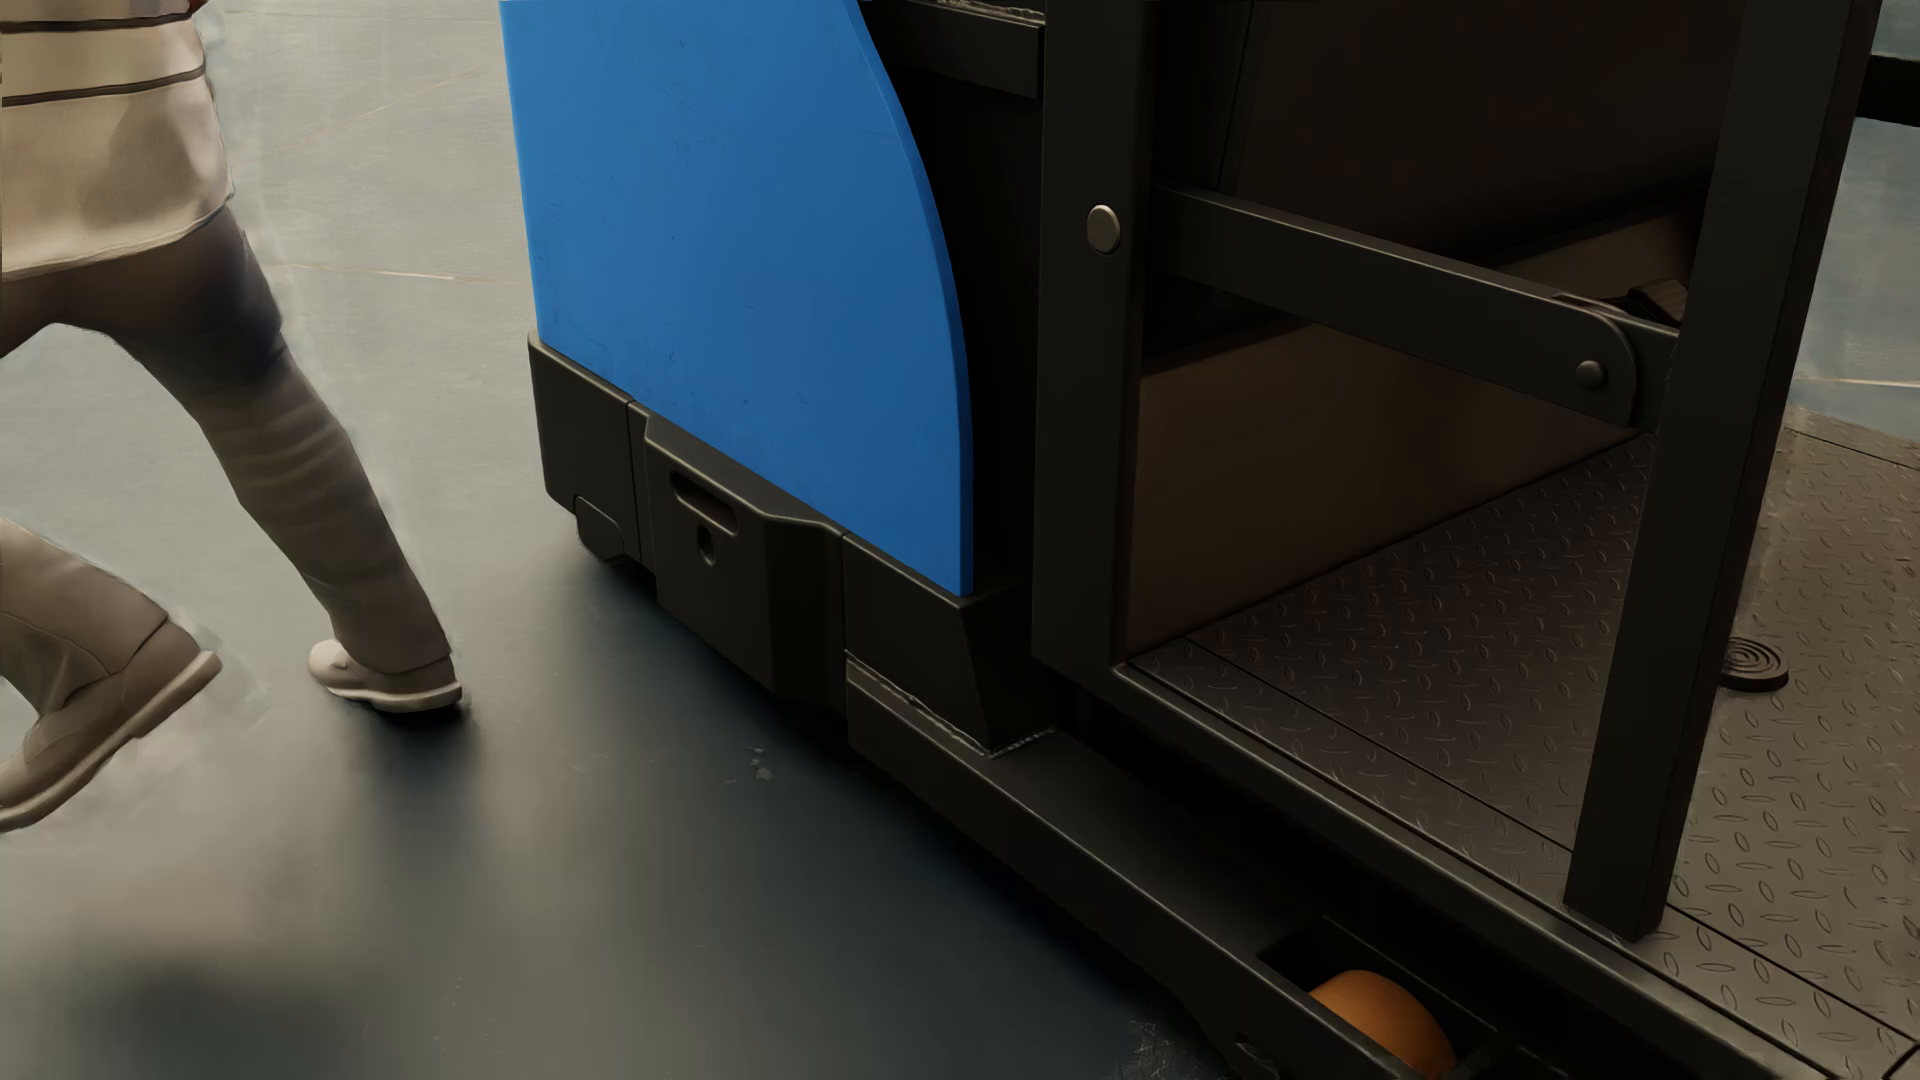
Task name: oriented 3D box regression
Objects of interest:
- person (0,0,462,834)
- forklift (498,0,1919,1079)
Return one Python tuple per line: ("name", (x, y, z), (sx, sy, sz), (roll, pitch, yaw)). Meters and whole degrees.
("person", (-0.902, -0.360, 1.569), (0.639, 1.555, 0.726), (20, 33, 34))
("forklift", (0.682, -0.953, 1.135), (1.130, 2.935, 3.031), (-20, 33, -34))
